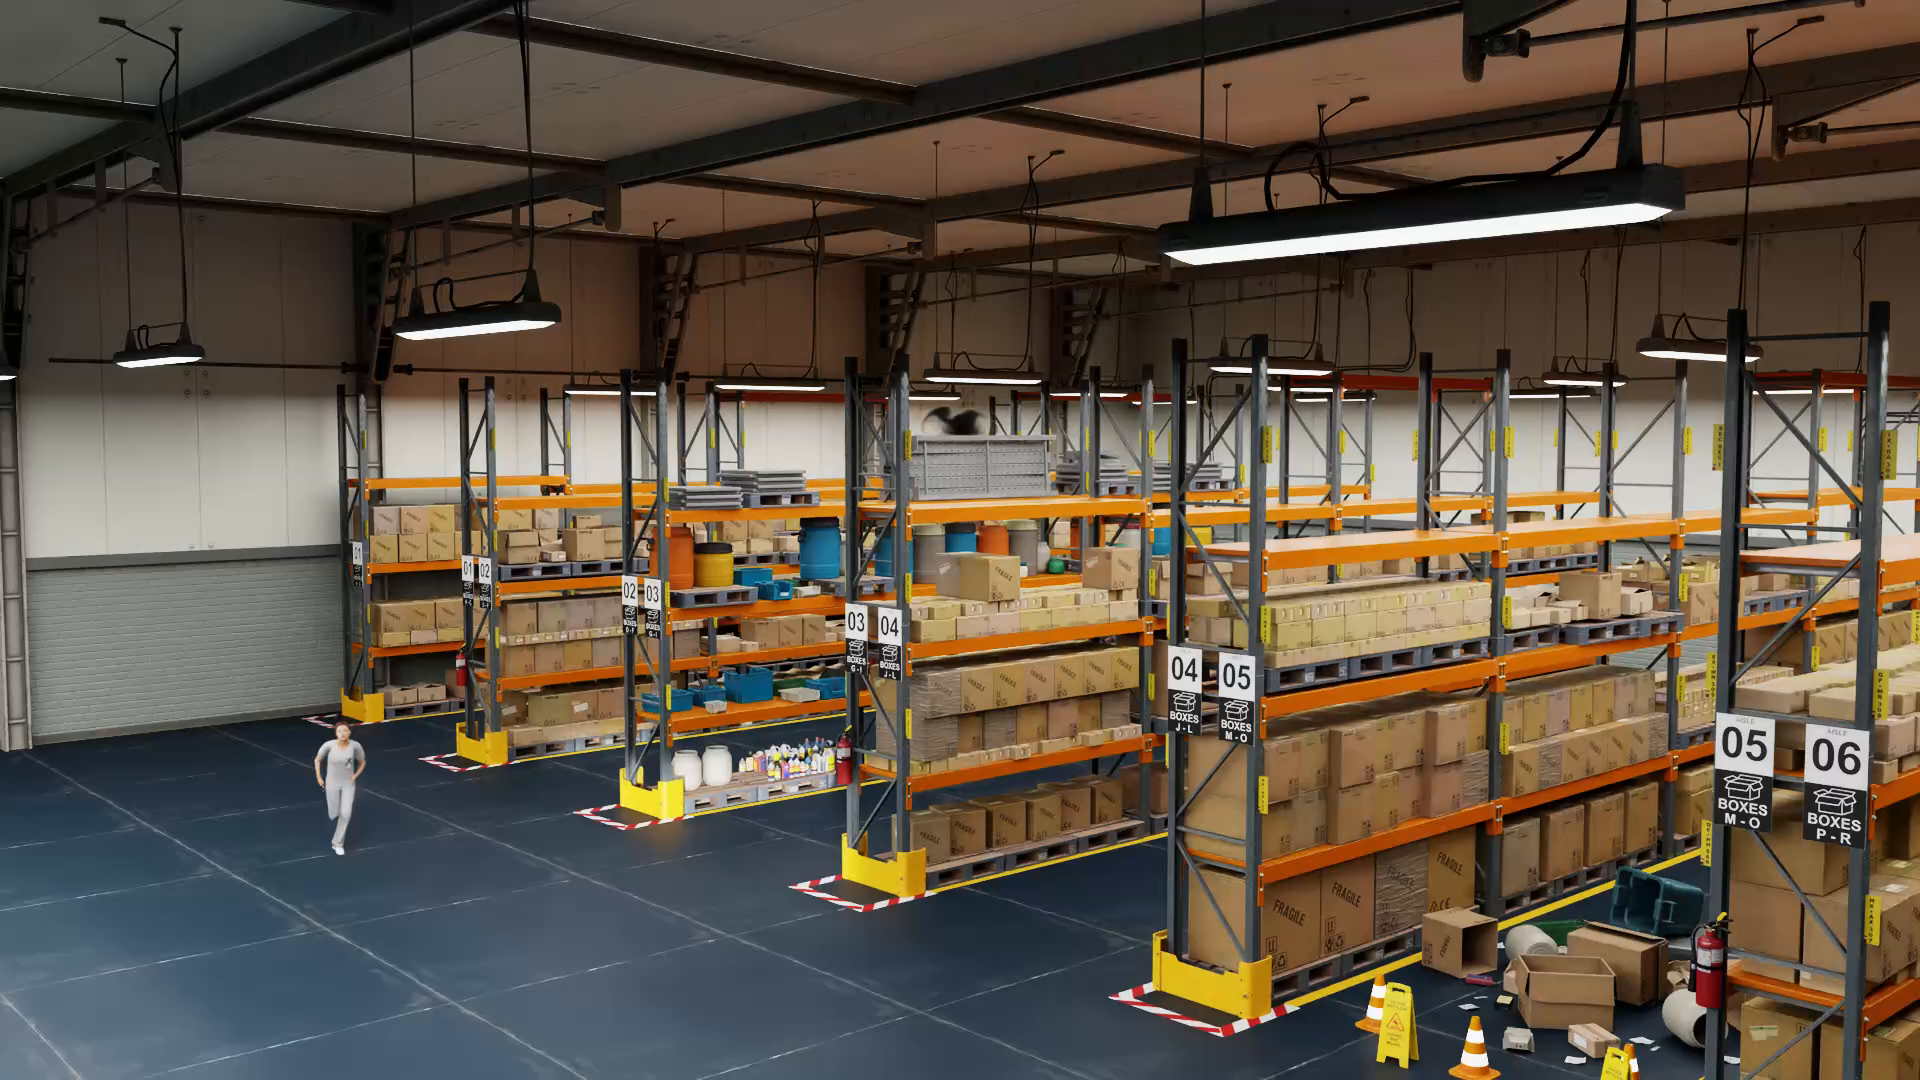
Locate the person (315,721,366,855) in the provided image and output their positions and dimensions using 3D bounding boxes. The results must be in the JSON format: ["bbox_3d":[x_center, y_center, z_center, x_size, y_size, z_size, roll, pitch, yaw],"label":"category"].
[{"bbox_3d":[-7.655,3.027,20.573,0.589,1.628,0.688,-1,4,-20],"label":"person"}]
